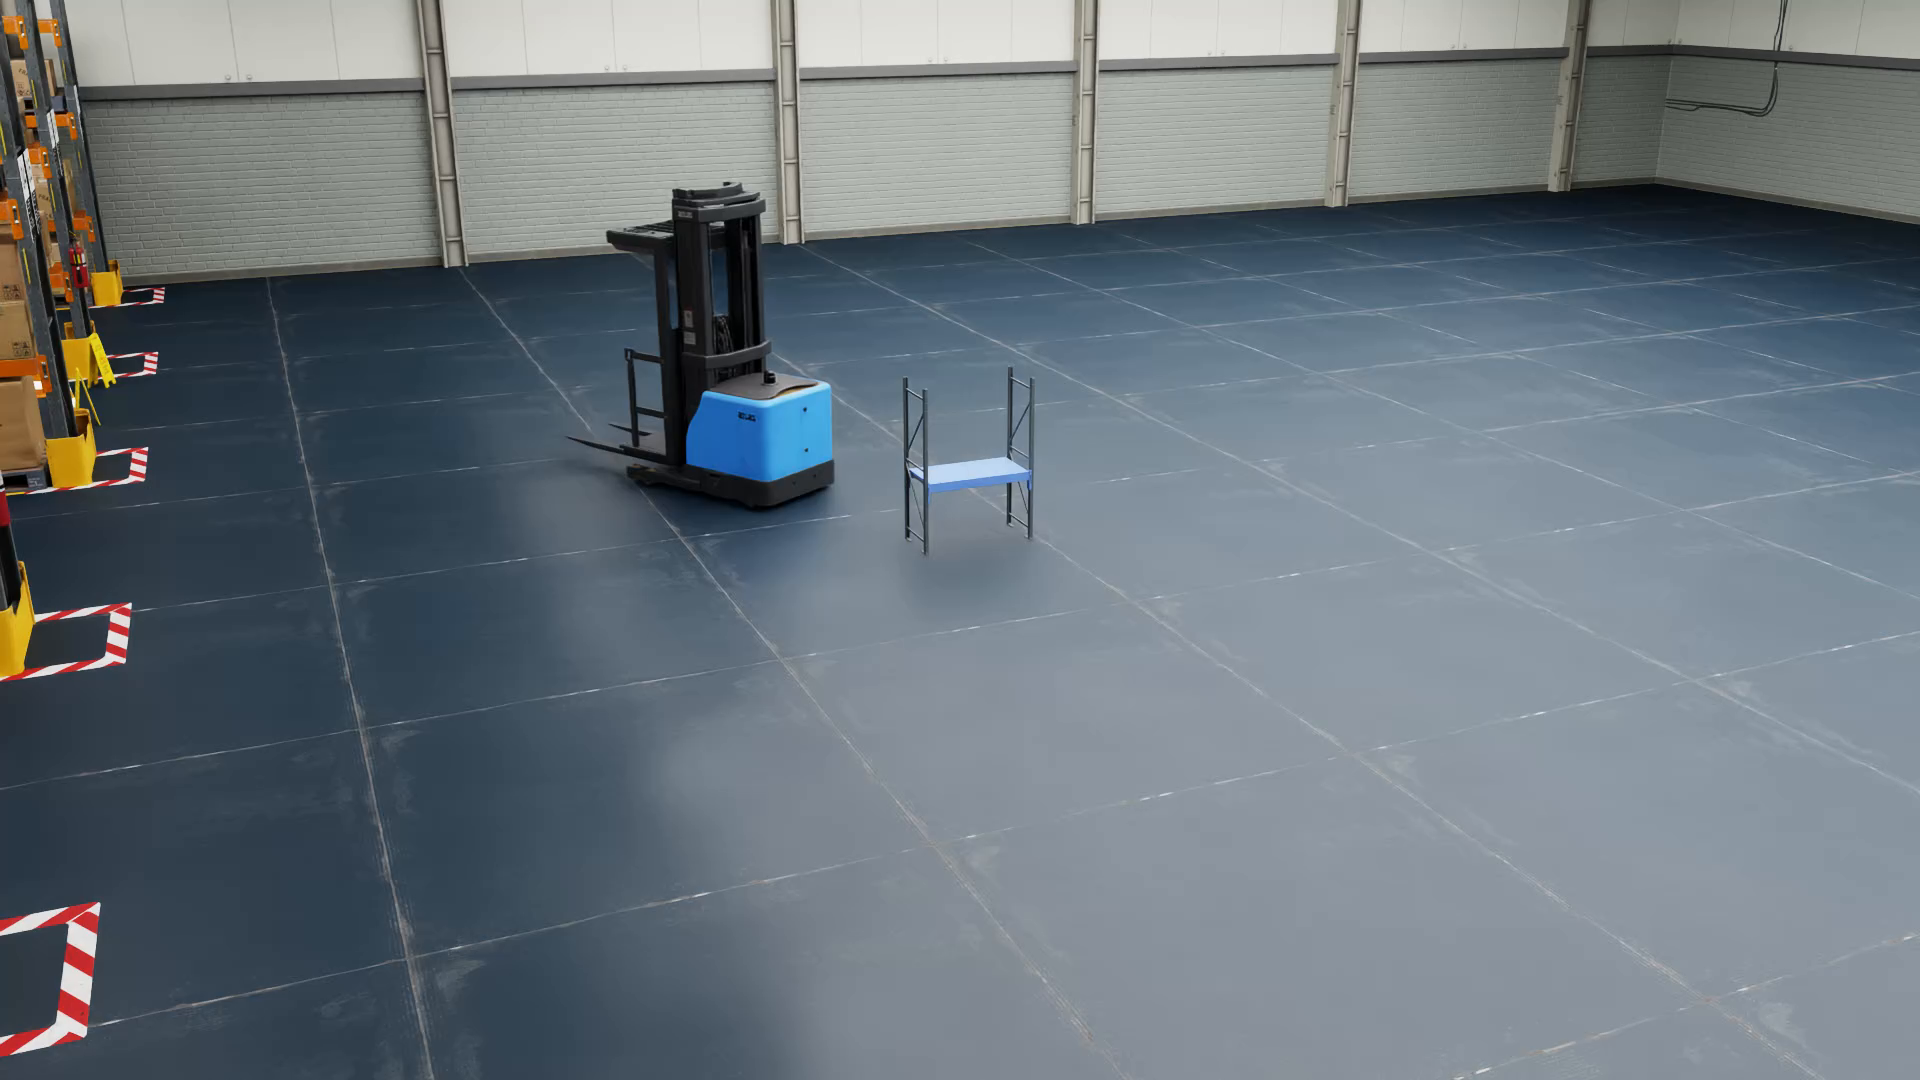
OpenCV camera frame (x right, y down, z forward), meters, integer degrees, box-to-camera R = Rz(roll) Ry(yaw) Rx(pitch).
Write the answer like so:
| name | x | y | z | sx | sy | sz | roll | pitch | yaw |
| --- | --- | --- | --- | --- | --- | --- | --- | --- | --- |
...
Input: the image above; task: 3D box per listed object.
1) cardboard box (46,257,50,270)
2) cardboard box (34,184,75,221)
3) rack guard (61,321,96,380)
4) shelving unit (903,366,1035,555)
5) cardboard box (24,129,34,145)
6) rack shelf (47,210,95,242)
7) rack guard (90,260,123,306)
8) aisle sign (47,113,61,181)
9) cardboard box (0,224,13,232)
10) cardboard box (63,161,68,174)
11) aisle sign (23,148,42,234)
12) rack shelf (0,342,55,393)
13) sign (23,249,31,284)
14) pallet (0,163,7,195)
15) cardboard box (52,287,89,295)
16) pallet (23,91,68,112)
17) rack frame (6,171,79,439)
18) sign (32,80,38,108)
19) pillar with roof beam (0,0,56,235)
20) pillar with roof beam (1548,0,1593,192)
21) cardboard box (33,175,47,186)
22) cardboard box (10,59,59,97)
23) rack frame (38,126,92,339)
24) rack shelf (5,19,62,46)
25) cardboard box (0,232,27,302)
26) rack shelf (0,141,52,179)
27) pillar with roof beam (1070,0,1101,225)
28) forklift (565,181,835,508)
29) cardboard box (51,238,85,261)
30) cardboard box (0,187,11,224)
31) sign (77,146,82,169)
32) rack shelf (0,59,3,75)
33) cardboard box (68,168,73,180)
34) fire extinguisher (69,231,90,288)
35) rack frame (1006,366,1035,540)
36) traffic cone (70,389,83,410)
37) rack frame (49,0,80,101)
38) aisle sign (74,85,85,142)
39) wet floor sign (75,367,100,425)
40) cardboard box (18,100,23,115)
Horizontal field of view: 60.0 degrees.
| name | x | y | z | sx | sy | sz | roll | pitch | yaw |
| --- | --- | --- | --- | --- | --- | --- | --- | --- | --- |
| cardboard box | -11.407 | -3.381 | 20.520 | 0.250 | 0.149 | 0.380 | -7 | 21 | -20 |
| cardboard box | -13.466 | -5.030 | 24.673 | 0.500 | 0.500 | 0.500 | -9 | 21 | -23 |
| rack guard | -11.218 | -2.425 | 21.190 | 0.348 | 0.500 | 1.175 | -8 | 21 | -22 |
| shelving unit | 0.078 | -0.719 | 14.838 | 1.048 | 1.500 | 0.538 | -8 | 21 | -22 |
| cardboard box | -11.582 | -4.966 | 20.504 | 0.250 | 0.149 | 0.380 | -8 | 21 | -22 |
| rack shelf | -14.955 | -4.525 | 24.473 | 4.000 | 0.370 | 1.077 | -8 | 21 | -22 |
| rack guard | -13.096 | -3.952 | 25.525 | 0.348 | 0.500 | 1.175 | -8 | 21 | -22 |
| aisle sign | -10.977 | -4.760 | 20.144 | 0.004 | 0.787 | 0.394 | -8 | 21 | -22 |
| cardboard box | -11.538 | -3.646 | 20.296 | 0.500 | 0.500 | 0.500 | -9 | 21 | -23 |
| cardboard box | -13.364 | -5.509 | 24.611 | 0.250 | 0.149 | 0.380 | -8 | 21 | -22 |
| aisle sign | -9.149 | -3.445 | 16.409 | 0.004 | 0.787 | 0.394 | -8 | 21 | -22 |
| rack shelf | -10.932 | -1.516 | 15.926 | 4.000 | 0.370 | 1.077 | -8 | 21 | -22 |
| sign | -8.893 | -2.609 | 15.847 | 0.005 | 0.325 | 0.100 | -8 | 21 | -22 |
| pallet | -9.772 | -3.390 | 15.784 | 1.213 | 0.211 | 1.003 | -8 | 21 | -22 |
| cardboard box | -13.424 | -3.870 | 25.039 | 0.500 | 0.250 | 0.500 | -8 | 21 | -22 |
| pallet | -13.778 | -6.415 | 24.376 | 1.213 | 0.211 | 1.003 | -8 | 21 | -22 |
| rack frame | -9.095 | -2.118 | 16.554 | 0.127 | 3.000 | 1.000 | -8 | 21 | -22 |
| sign | -10.947 | -5.275 | 19.670 | 0.005 | 0.325 | 0.100 | -8 | 21 | -22 |
| pillar with roof beam | -12.409 | -6.828 | 20.897 | 0.400 | 9.000 | 9.100 | -8 | 21 | -22 |
| pillar with roof beam | 15.137 | -10.774 | 32.105 | 0.400 | 9.000 | 9.100 | -8 | 21 | -22 |
| cardboard box | -13.548 | -5.307 | 24.483 | 0.250 | 0.149 | 0.380 | -8 | 21 | -21 |
| cardboard box | -13.428 | -6.702 | 24.123 | 0.500 | 0.500 | 0.500 | -7 | 21 | -20 |
| rack frame | -11.149 | -3.614 | 20.803 | 0.127 | 3.000 | 1.000 | -8 | 21 | -22 |
| rack shelf | -14.955 | -7.166 | 23.543 | 4.000 | 0.370 | 1.077 | -8 | 21 | -22 |
| cardboard box | -9.451 | -2.661 | 16.245 | 0.550 | 0.550 | 0.875 | -8 | 21 | -22 |
| rack shelf | -12.985 | -4.427 | 19.677 | 4.000 | 0.370 | 1.077 | -8 | 21 | -22 |
| pillar with roof beam | 4.118 | -9.196 | 27.622 | 0.400 | 9.000 | 9.100 | -8 | 21 | -22 |
| forklift | -2.732 | -2.058 | 16.486 | 3.031 | 2.935 | 1.130 | 14 | 24 | 34 |
| cardboard box | -13.417 | -4.344 | 24.880 | 0.500 | 0.250 | 0.500 | -7 | 21 | -20 |
| cardboard box | -11.531 | -4.140 | 20.191 | 0.500 | 0.500 | 0.700 | -9 | 21 | -23 |
| sign | -12.916 | -5.618 | 24.394 | 0.005 | 0.325 | 0.100 | -8 | 21 | -22 |
| rack shelf | -10.932 | -4.157 | 14.996 | 4.000 | 0.370 | 1.077 | -8 | 21 | -22 |
| cardboard box | -13.532 | -5.515 | 25.075 | 0.250 | 0.149 | 0.380 | -9 | 21 | -23 |
| fire extinguisher | -10.861 | -3.452 | 20.460 | 0.183 | 0.674 | 0.296 | -8 | 21 | -22 |
| rack frame | 0.545 | -0.786 | 15.028 | 0.032 | 1.500 | 0.500 | -8 | 21 | -22 |
| traffic cone | -10.281 | -1.674 | 19.112 | 0.334 | 0.463 | 0.336 | -8 | 21 | -22 |
| rack frame | -13.118 | -7.957 | 24.105 | 0.127 | 3.000 | 1.000 | -8 | 21 | -22 |
| aisle sign | -12.941 | -6.273 | 24.439 | 0.004 | 0.787 | 0.394 | -8 | 21 | -22 |
| wet floor sign | -9.853 | -1.615 | 18.671 | 0.232 | 0.644 | 0.267 | -12 | 23 | -31 |
| cardboard box | -11.342 | -5.152 | 19.832 | 0.250 | 0.149 | 0.380 | -8 | 21 | -21 |
